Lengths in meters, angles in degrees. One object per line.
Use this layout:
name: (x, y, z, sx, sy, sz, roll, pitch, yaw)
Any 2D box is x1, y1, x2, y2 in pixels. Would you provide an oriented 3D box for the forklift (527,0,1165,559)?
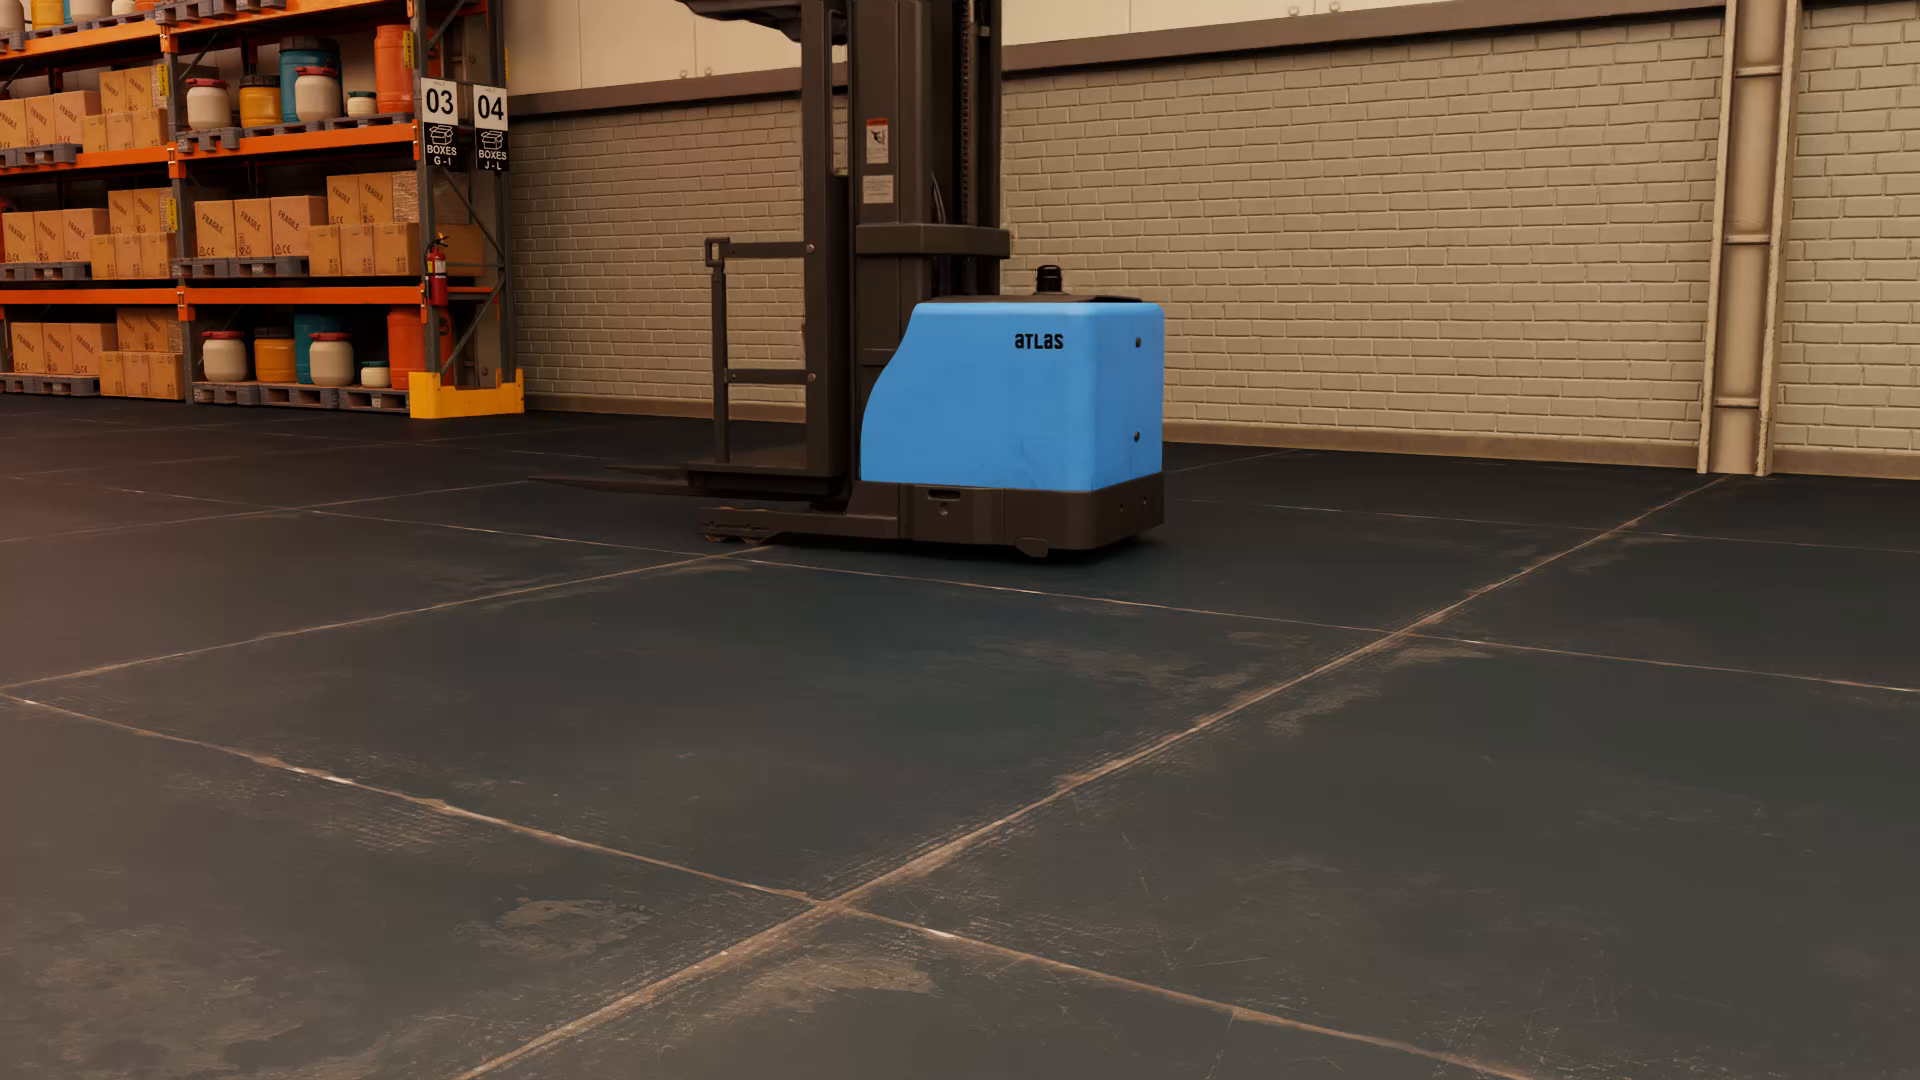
forklift: (-0.622, -1.490, 7.674, 3.031, 2.935, 1.130, 4, 9, 25)
